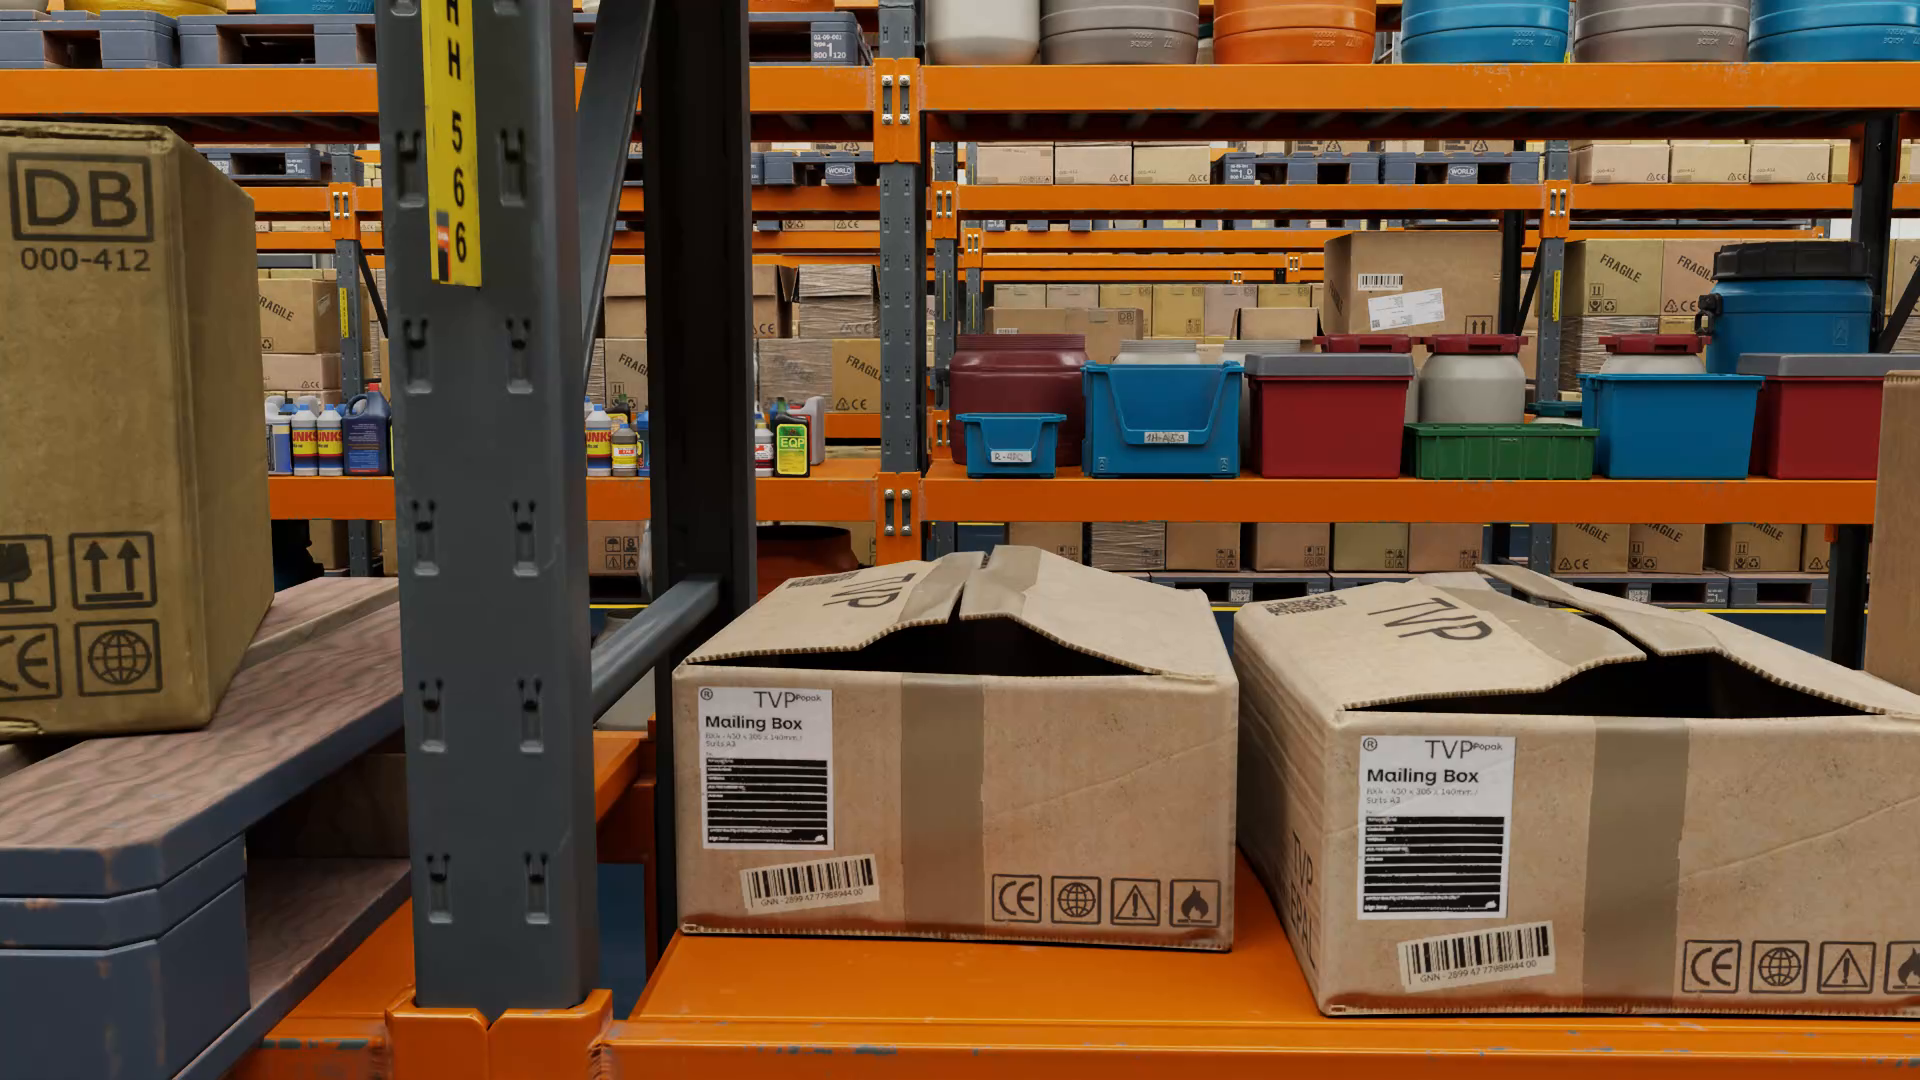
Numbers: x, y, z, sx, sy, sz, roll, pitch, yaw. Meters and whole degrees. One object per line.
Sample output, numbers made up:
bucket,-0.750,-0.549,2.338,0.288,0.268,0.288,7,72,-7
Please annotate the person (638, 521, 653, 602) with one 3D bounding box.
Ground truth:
person,-1.467,-0.153,8.695,0.506,1.781,0.533,0,7,-1
